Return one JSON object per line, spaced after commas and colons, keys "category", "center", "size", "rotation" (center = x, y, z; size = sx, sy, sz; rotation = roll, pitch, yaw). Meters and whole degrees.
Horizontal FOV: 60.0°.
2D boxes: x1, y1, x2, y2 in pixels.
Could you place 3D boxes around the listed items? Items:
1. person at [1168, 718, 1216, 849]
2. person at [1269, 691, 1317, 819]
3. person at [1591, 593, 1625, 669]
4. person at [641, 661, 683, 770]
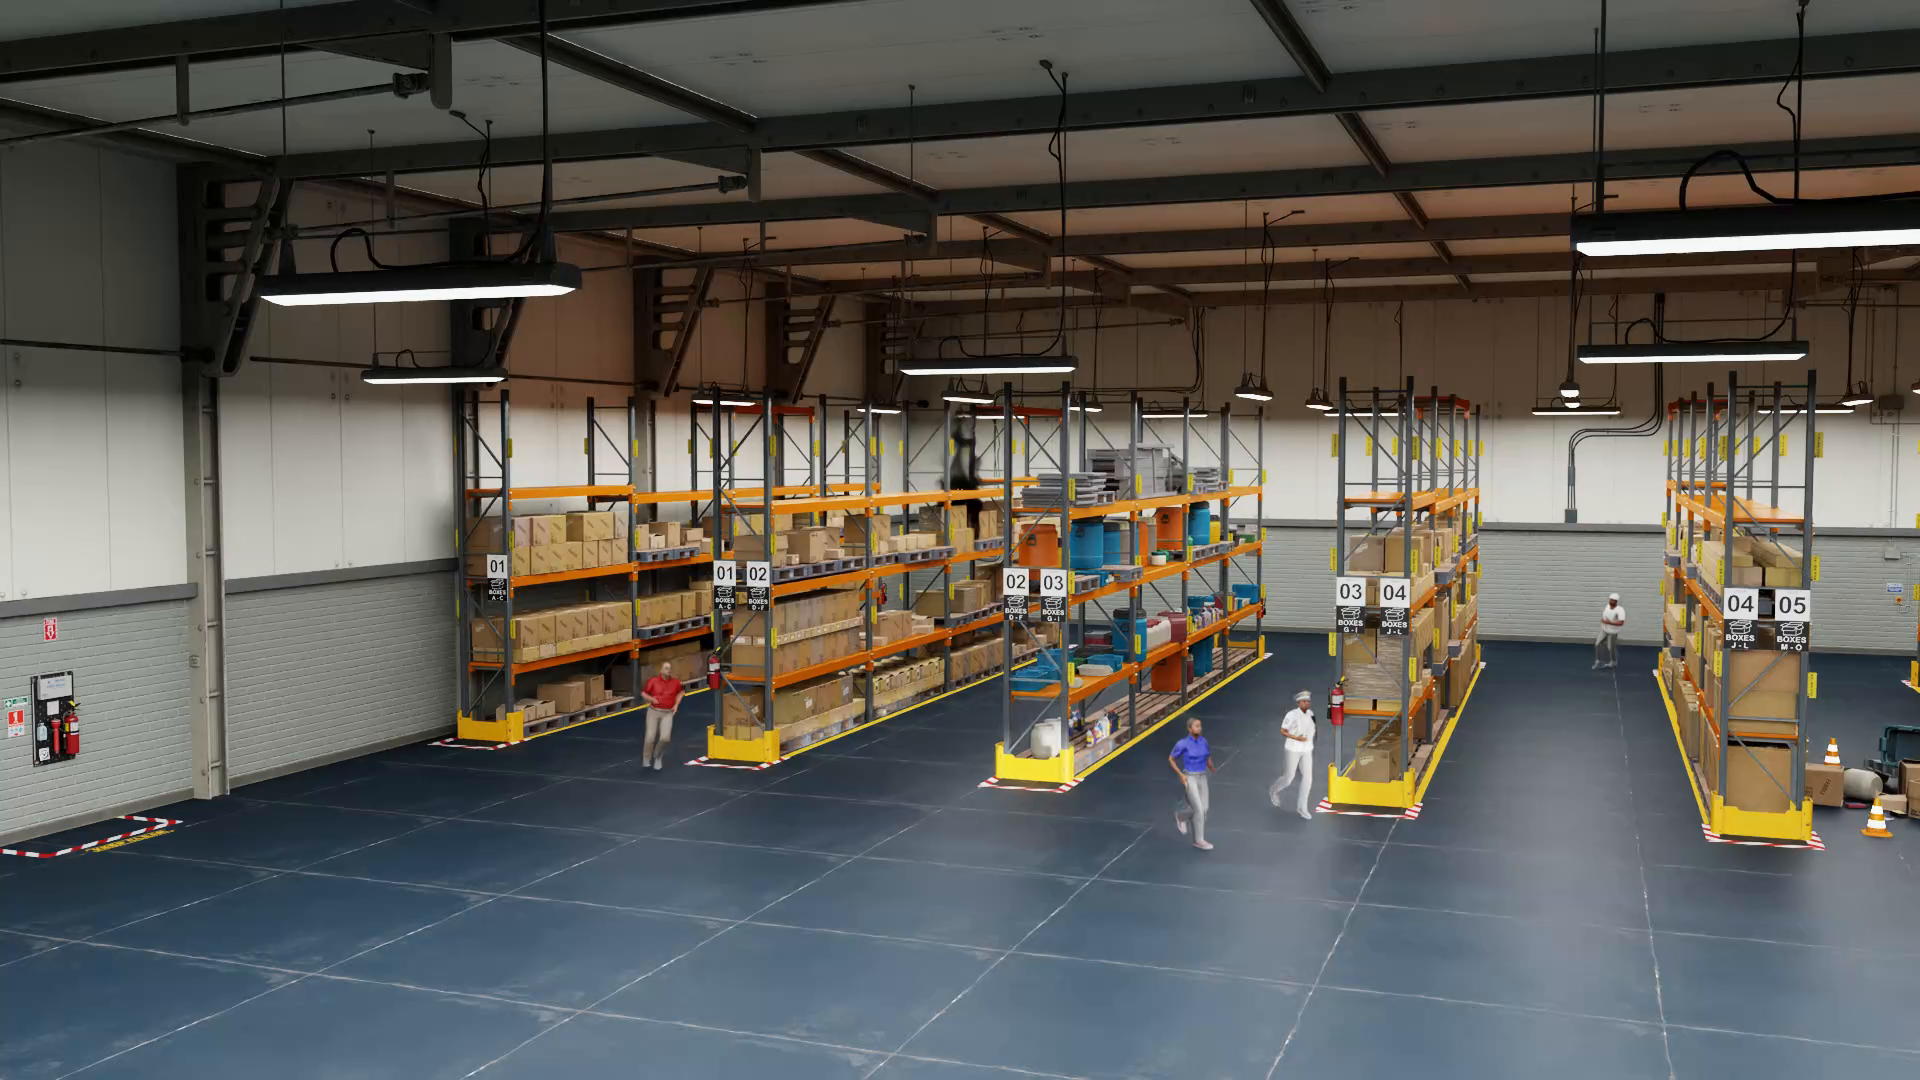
{"category": "person", "center": [2.915, 3.035, 20.915], "size": [0.576, 1.619, 0.715], "rotation": [-2, 4, -34]}
{"category": "person", "center": [4.642, 2.904, 22.834], "size": [0.591, 1.711, 0.848], "rotation": [-1, 3, -20]}
{"category": "person", "center": [14.721, 2.081, 37.564], "size": [0.704, 1.785, 0.767], "rotation": [-3, 4, -39]}
{"category": "person", "center": [-4.623, 2.750, 25.912], "size": [0.666, 1.710, 0.652], "rotation": [-1, 3, -15]}
